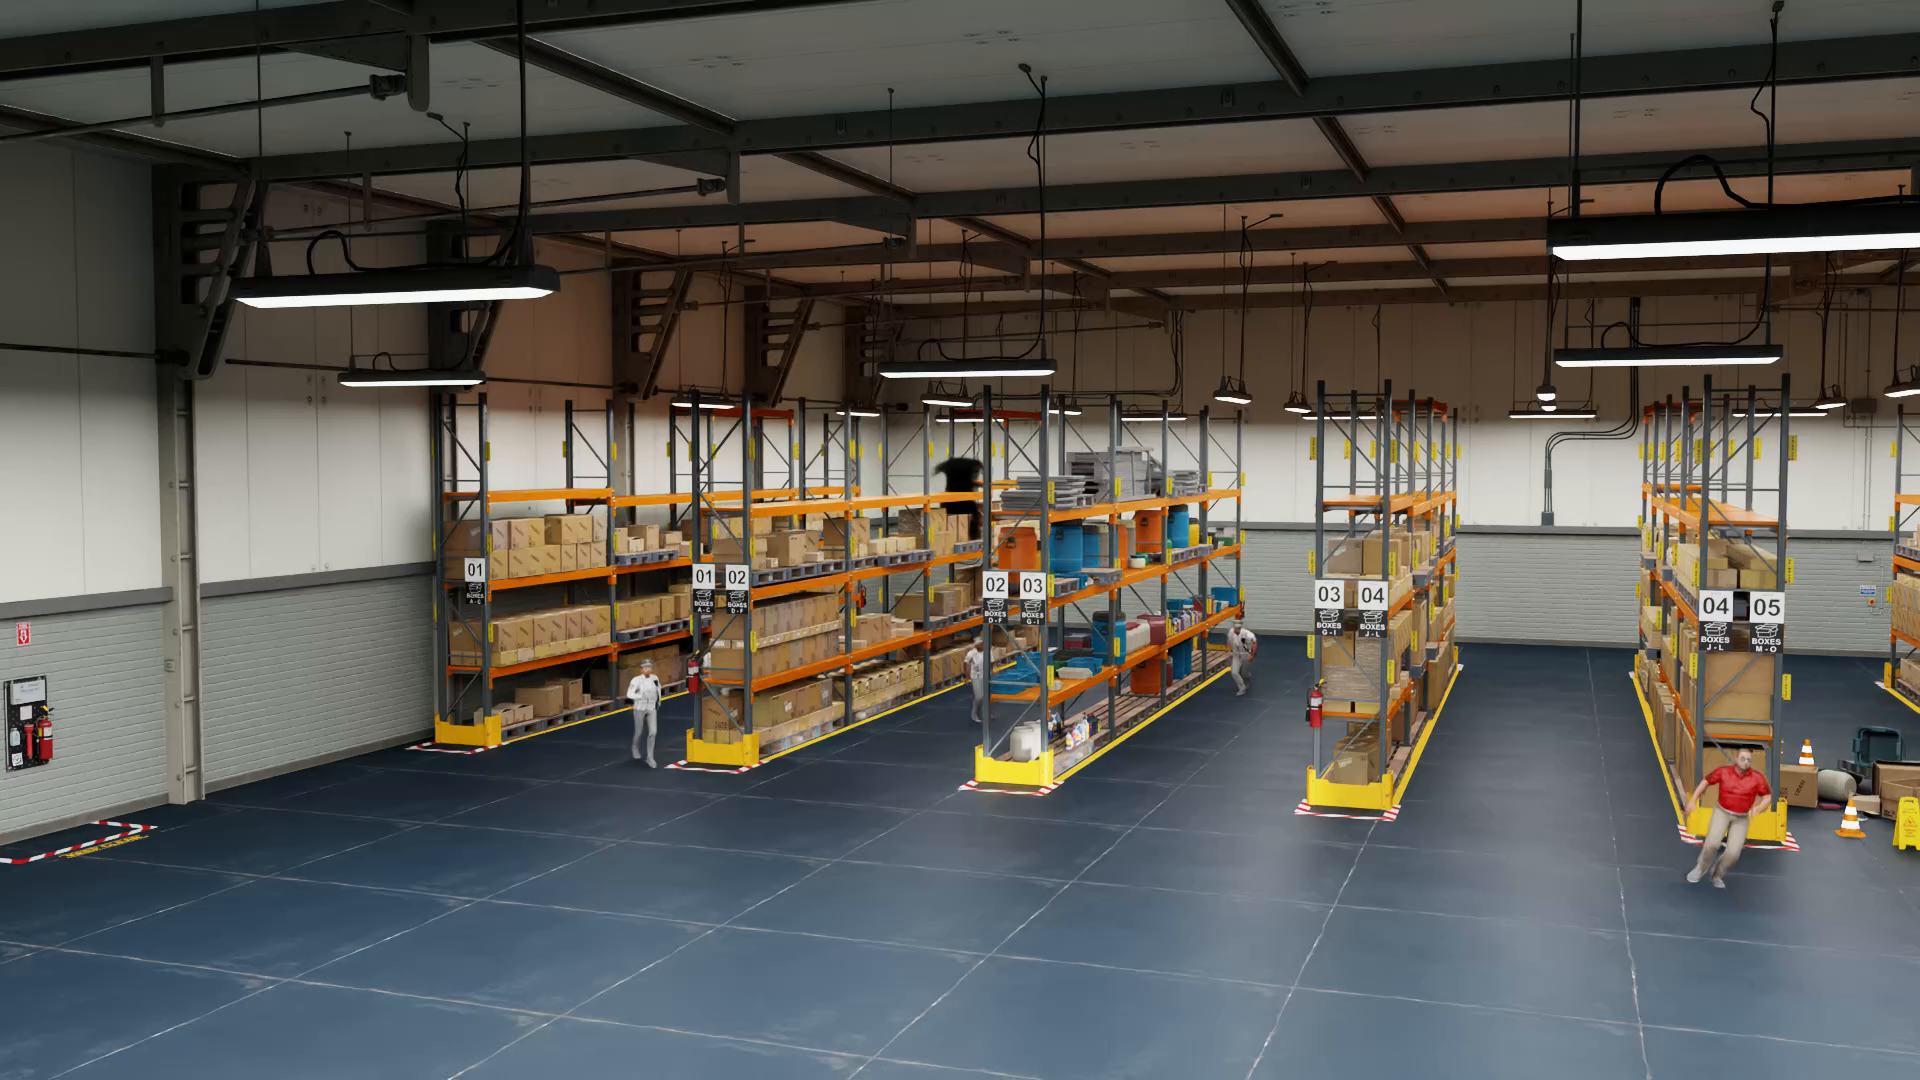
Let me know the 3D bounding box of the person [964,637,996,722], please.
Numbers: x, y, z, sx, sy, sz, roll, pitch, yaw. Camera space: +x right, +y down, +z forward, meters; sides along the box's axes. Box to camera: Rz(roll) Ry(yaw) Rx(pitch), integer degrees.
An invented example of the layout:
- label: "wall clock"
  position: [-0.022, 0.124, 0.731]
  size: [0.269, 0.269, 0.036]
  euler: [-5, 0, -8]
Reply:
- label: "person"
  position: [0.420, 2.596, 30.889]
  size: [0.621, 1.644, 0.802]
  euler: [-1, 3, -24]

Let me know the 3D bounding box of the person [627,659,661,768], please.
- label: "person"
  position: [-5.039, 2.733, 26.592]
  size: [0.604, 1.710, 0.890]
  euler: [-1, 3, -24]

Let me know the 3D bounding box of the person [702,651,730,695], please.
- label: "person"
  position: [-4.357, 2.602, 30.113]
  size: [0.606, 1.640, 0.952]
  euler: [0, 3, 3]

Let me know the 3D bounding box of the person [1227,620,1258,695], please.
- label: "person"
  position: [5.836, 2.405, 34.214]
  size: [0.667, 1.572, 0.998]
  euler: [2, 3, 27]

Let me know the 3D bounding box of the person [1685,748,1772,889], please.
- label: "person"
  position: [8.799, 3.190, 18.988]
  size: [0.868, 1.638, 0.630]
  euler: [1, 3, 12]
